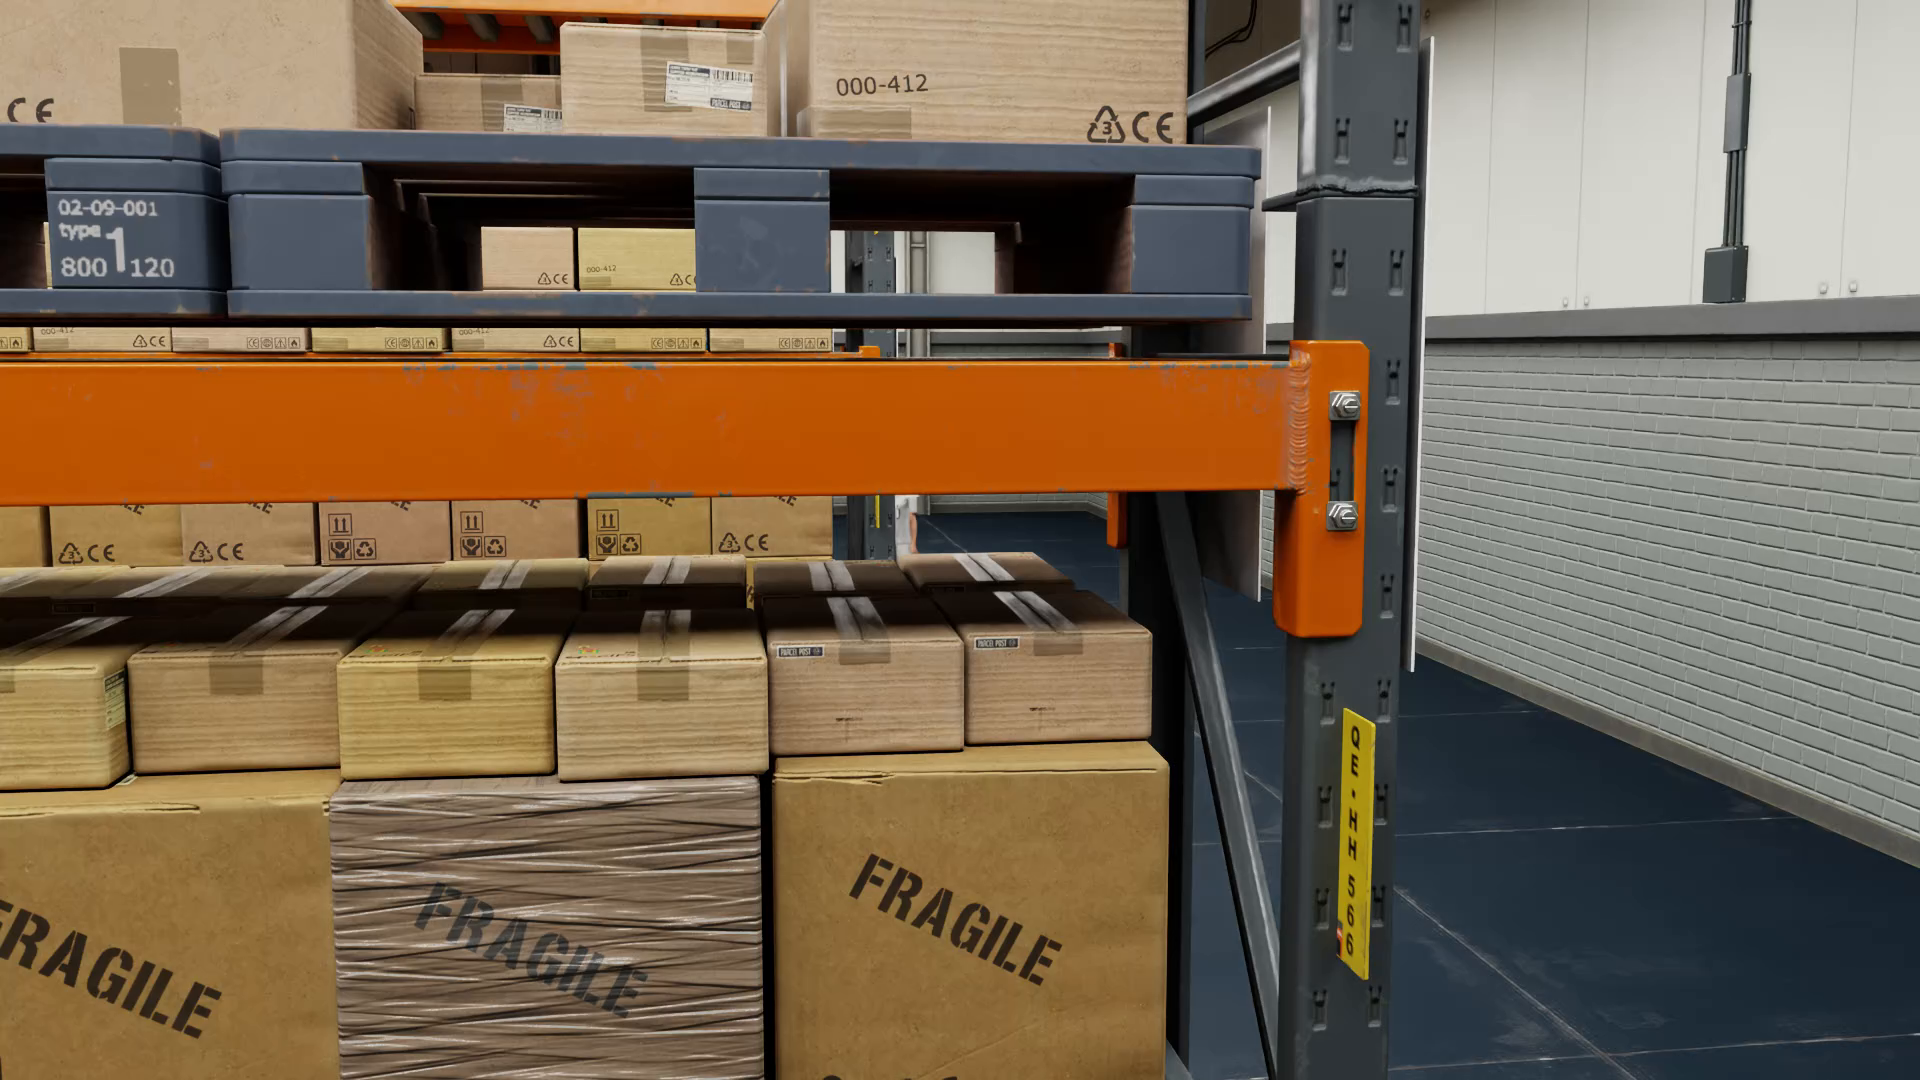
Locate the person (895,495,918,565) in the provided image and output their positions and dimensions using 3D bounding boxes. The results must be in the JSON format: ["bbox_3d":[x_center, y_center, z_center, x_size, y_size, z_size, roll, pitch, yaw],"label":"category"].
[{"bbox_3d":[-0.654,0.067,16.536,0.480,1.666,0.586,3,7,27],"label":"person"}]
